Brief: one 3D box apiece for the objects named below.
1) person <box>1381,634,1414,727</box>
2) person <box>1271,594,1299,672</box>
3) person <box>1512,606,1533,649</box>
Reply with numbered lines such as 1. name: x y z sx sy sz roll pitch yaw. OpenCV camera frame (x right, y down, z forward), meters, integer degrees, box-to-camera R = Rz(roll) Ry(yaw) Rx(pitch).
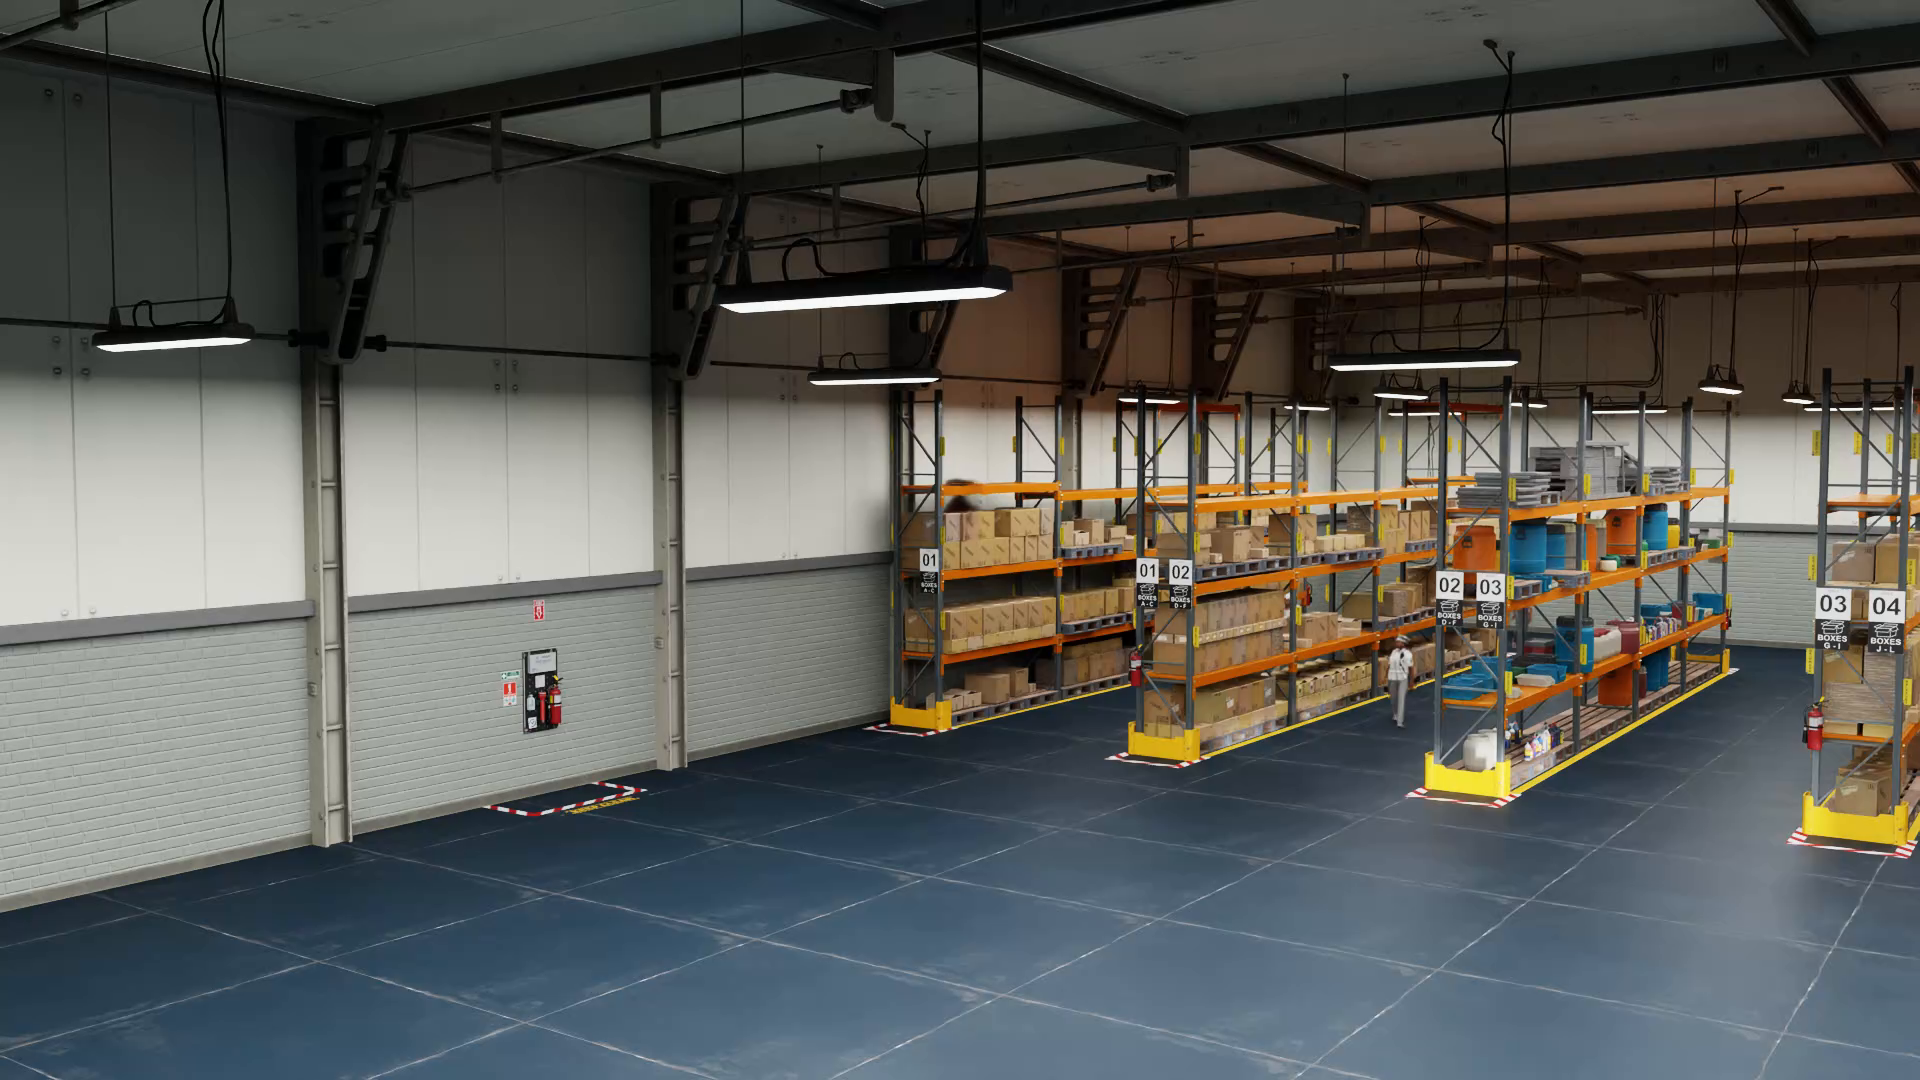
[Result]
1. person: 7.862 2.501 29.827 0.556 1.648 0.979 1 3 23
2. person: 7.171 2.055 36.629 0.575 1.733 1.046 2 4 33
3. person: 13.783 1.852 40.713 0.435 1.627 0.426 -1 3 -11
